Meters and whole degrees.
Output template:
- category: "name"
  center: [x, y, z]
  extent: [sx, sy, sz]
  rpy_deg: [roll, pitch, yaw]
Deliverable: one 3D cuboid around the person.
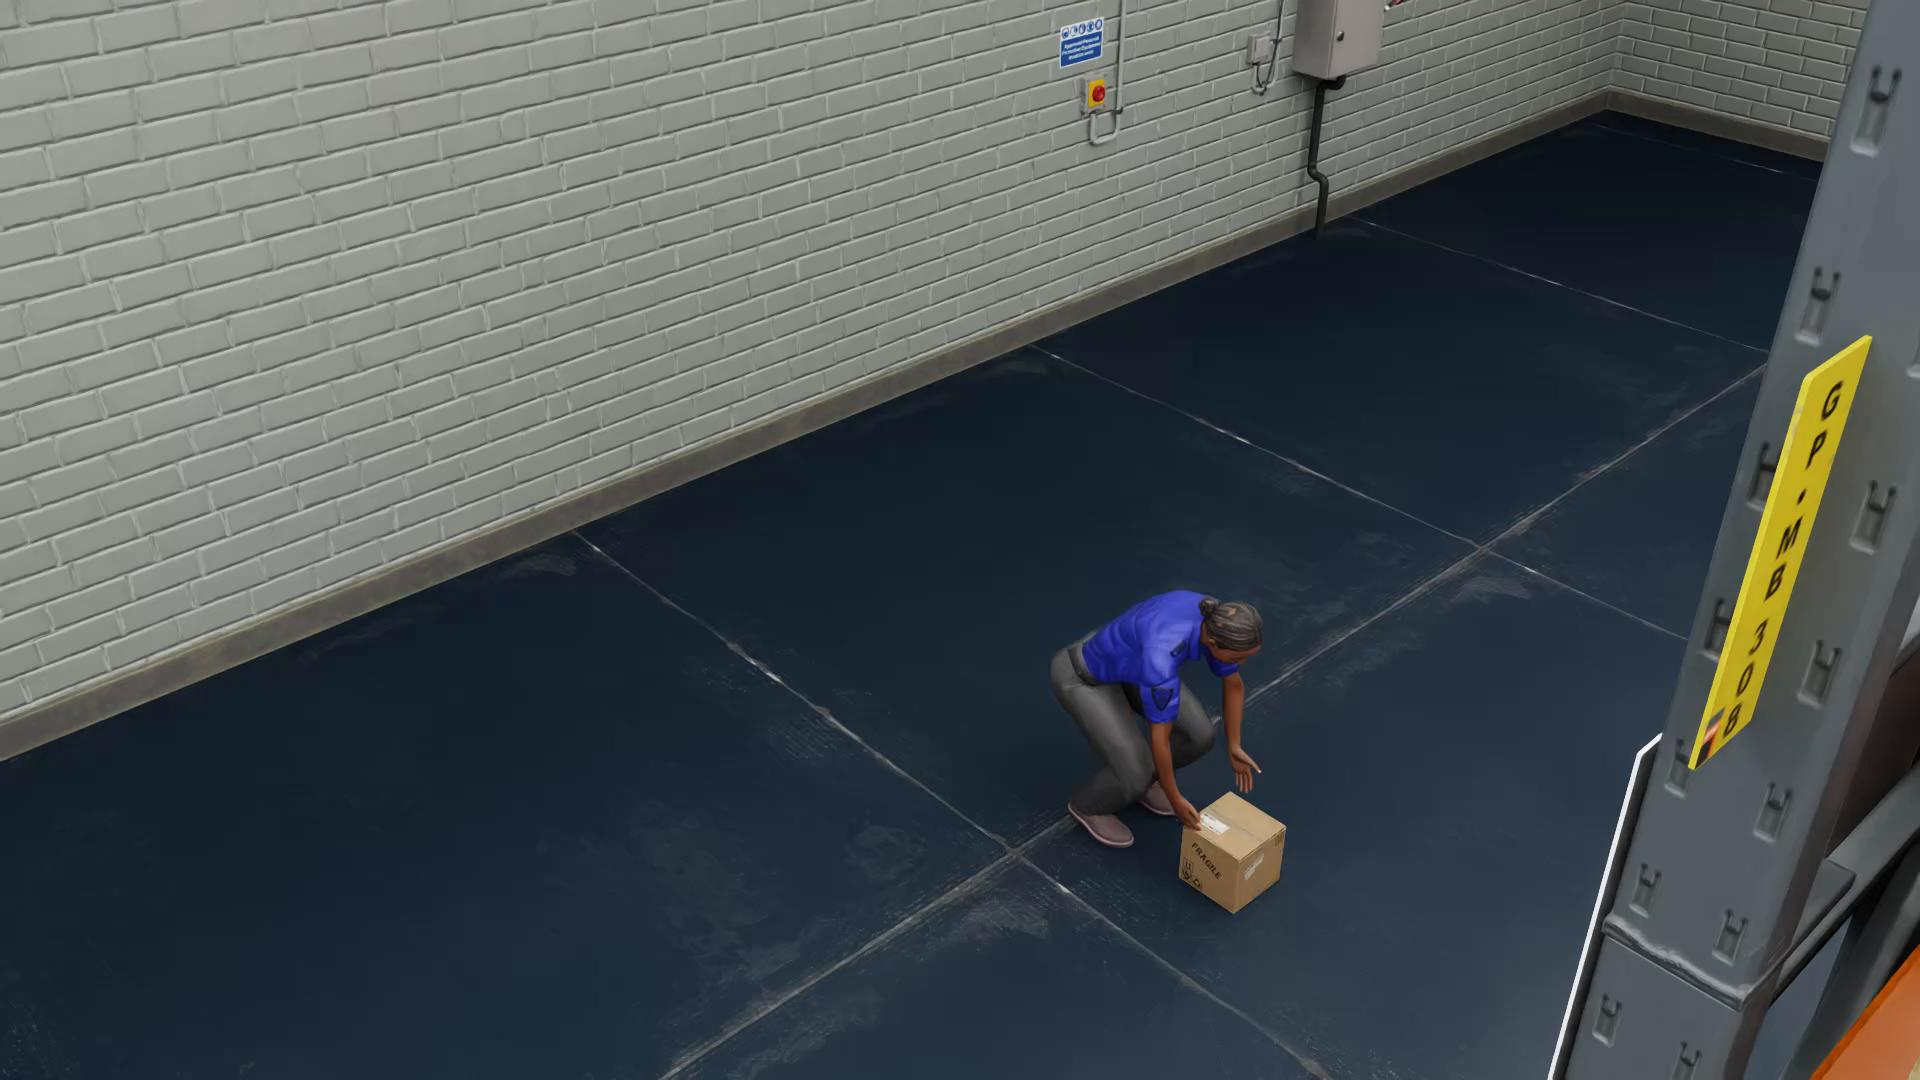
- category: "person"
  center: [0.682, 0.566, 5.786]
  extent: [0.498, 1.078, 0.756]
  rpy_deg: [-26, 40, -35]
